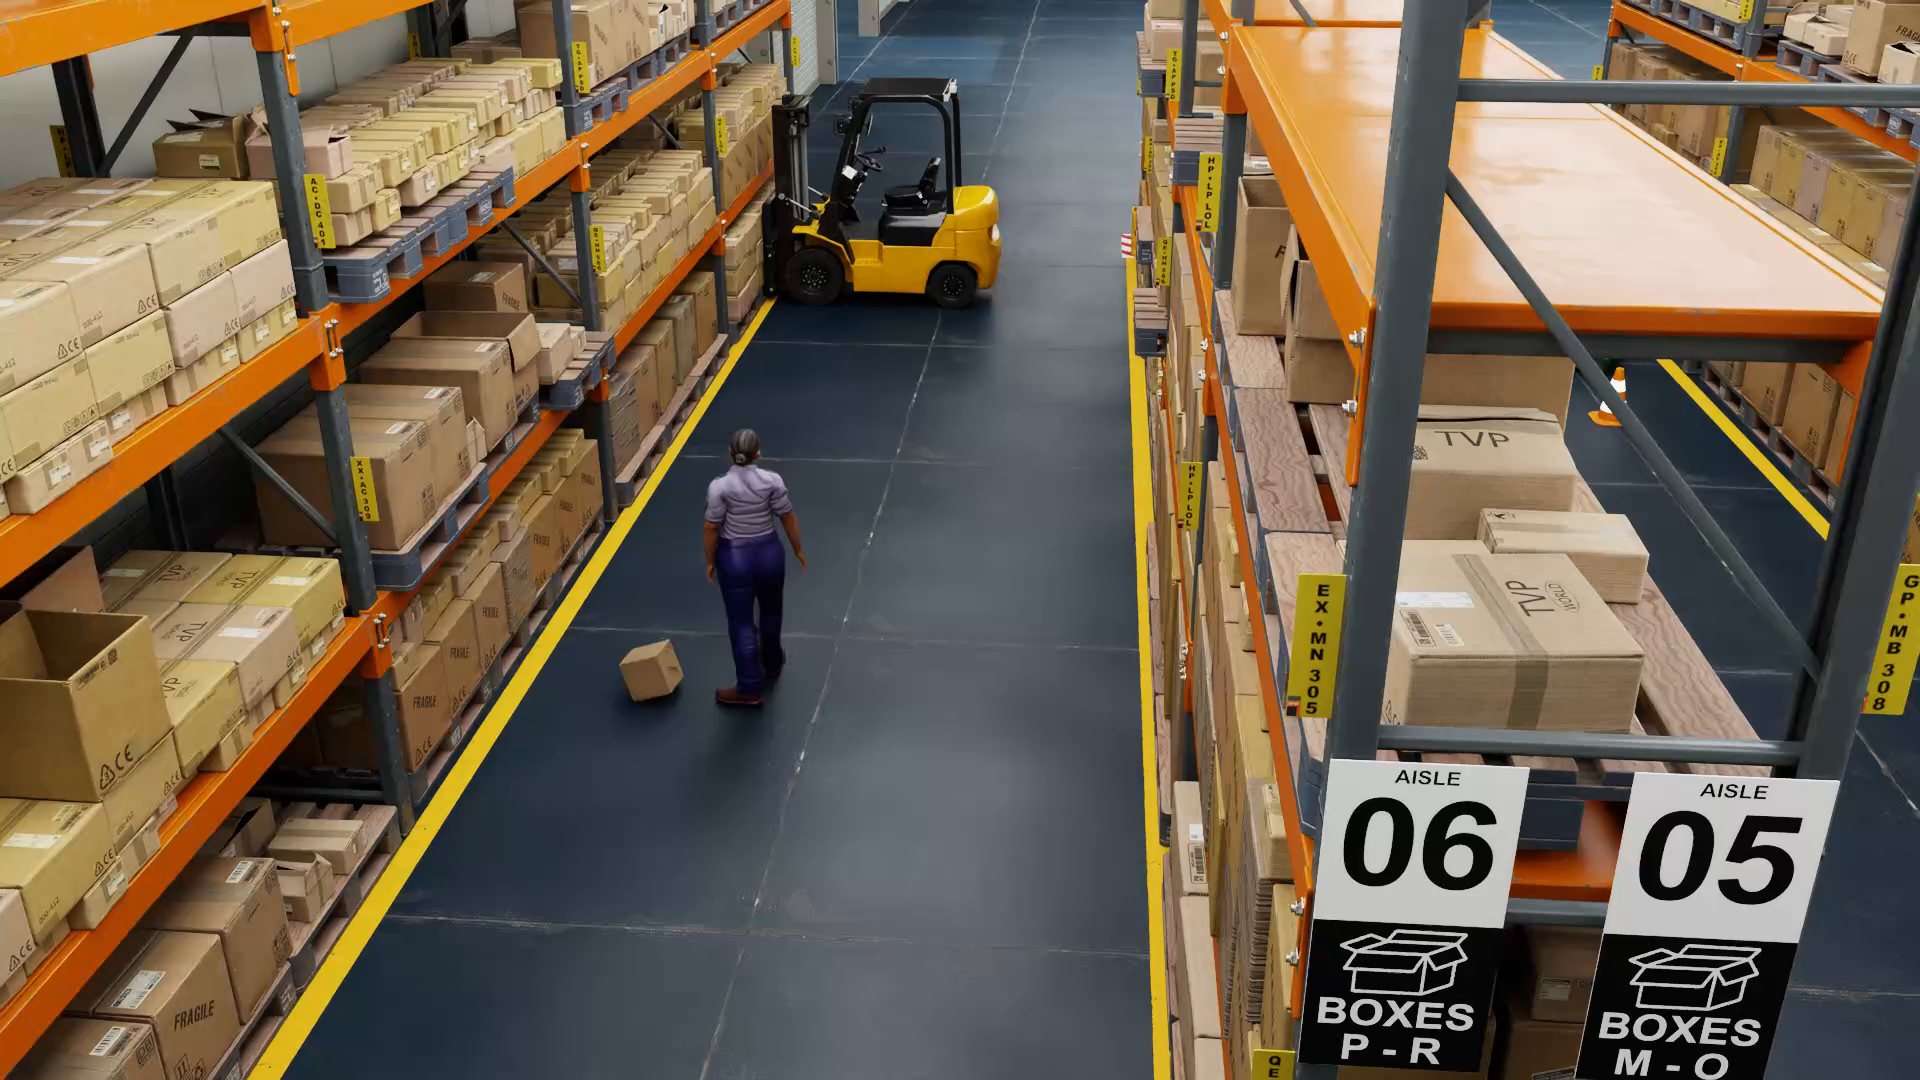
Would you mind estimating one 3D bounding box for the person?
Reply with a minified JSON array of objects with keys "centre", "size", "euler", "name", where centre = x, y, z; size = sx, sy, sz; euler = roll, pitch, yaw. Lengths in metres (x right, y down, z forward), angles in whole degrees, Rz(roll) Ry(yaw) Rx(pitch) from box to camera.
[{"centre":[-1.209,0.113,9.737],"size":[0.625,1.633,0.617],"euler":[-10,27,-21],"name":"person"}]
